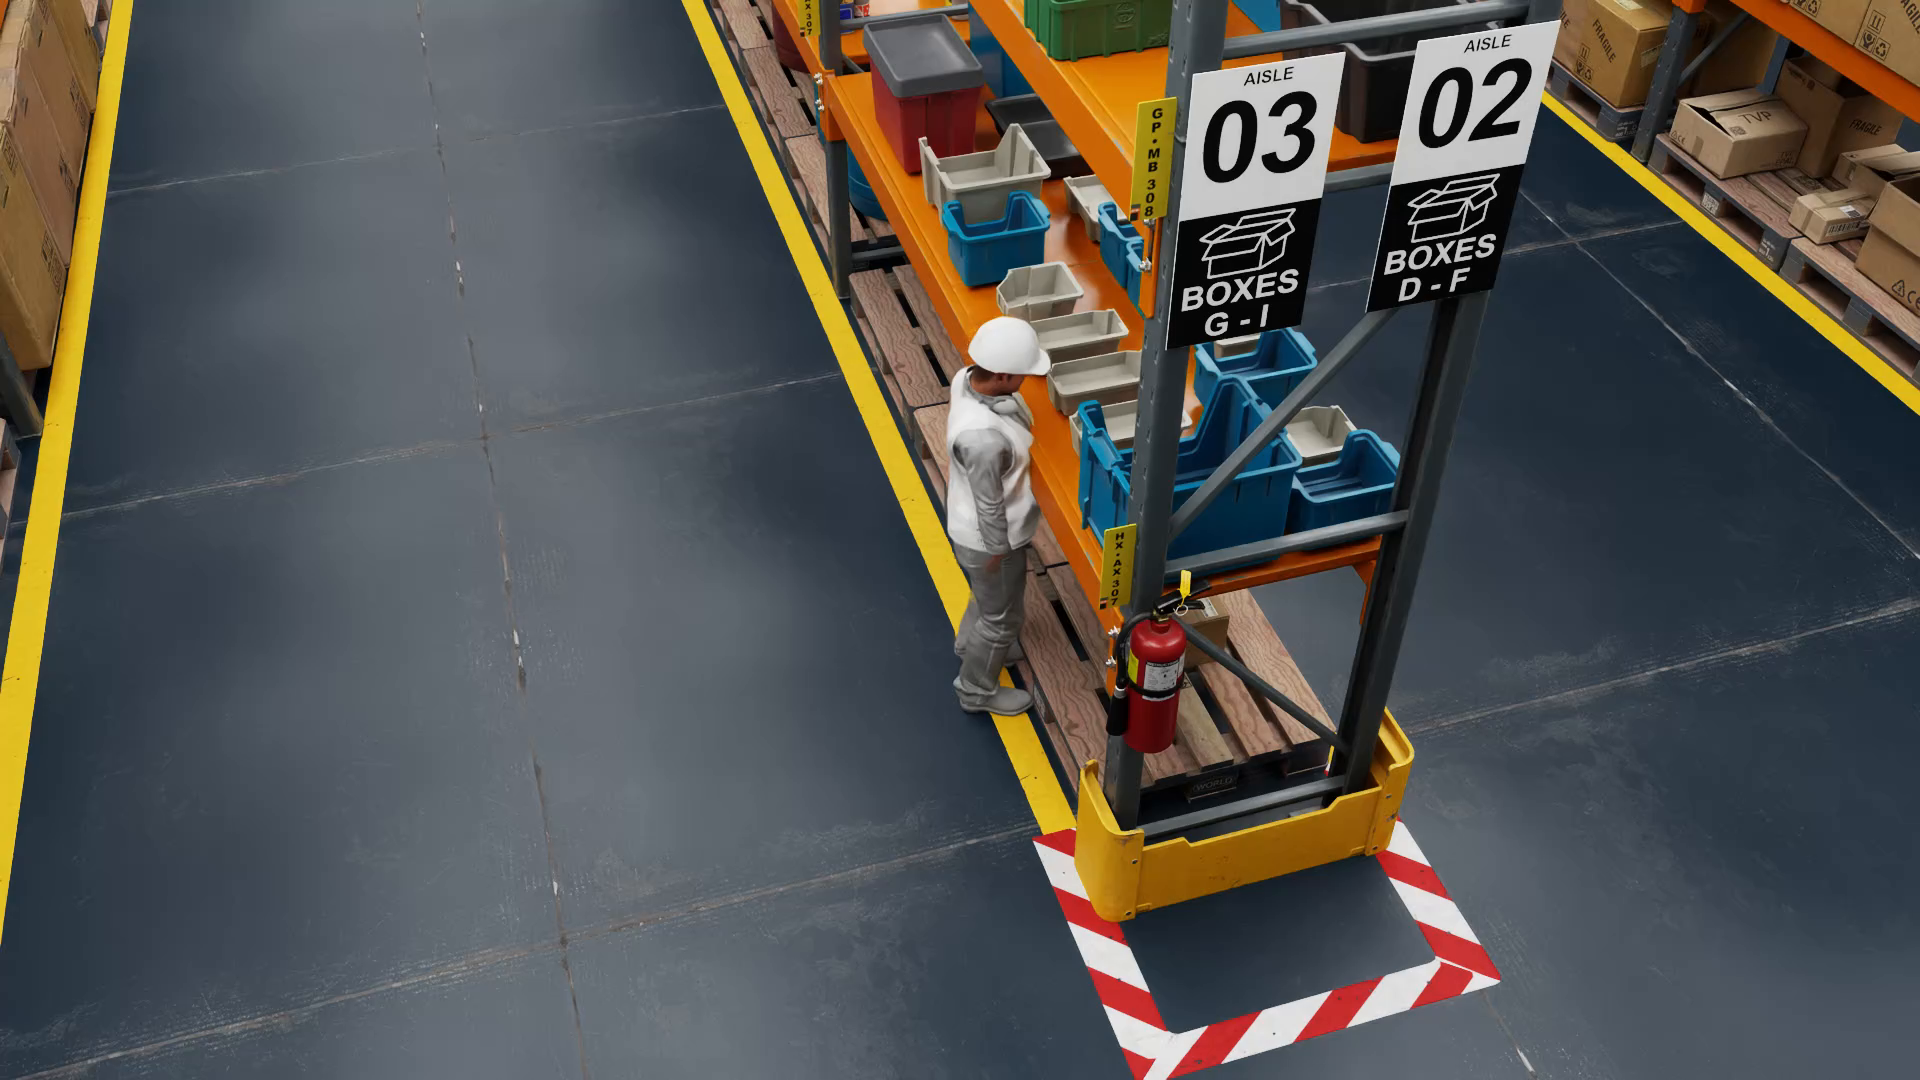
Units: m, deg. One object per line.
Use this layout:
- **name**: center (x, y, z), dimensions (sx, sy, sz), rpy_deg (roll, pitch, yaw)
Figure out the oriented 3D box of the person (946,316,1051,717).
- **person**: center (0.133, -0.093, 6.255), dimensions (0.364, 1.763, 0.535), rpy_deg (1, 42, 1)
